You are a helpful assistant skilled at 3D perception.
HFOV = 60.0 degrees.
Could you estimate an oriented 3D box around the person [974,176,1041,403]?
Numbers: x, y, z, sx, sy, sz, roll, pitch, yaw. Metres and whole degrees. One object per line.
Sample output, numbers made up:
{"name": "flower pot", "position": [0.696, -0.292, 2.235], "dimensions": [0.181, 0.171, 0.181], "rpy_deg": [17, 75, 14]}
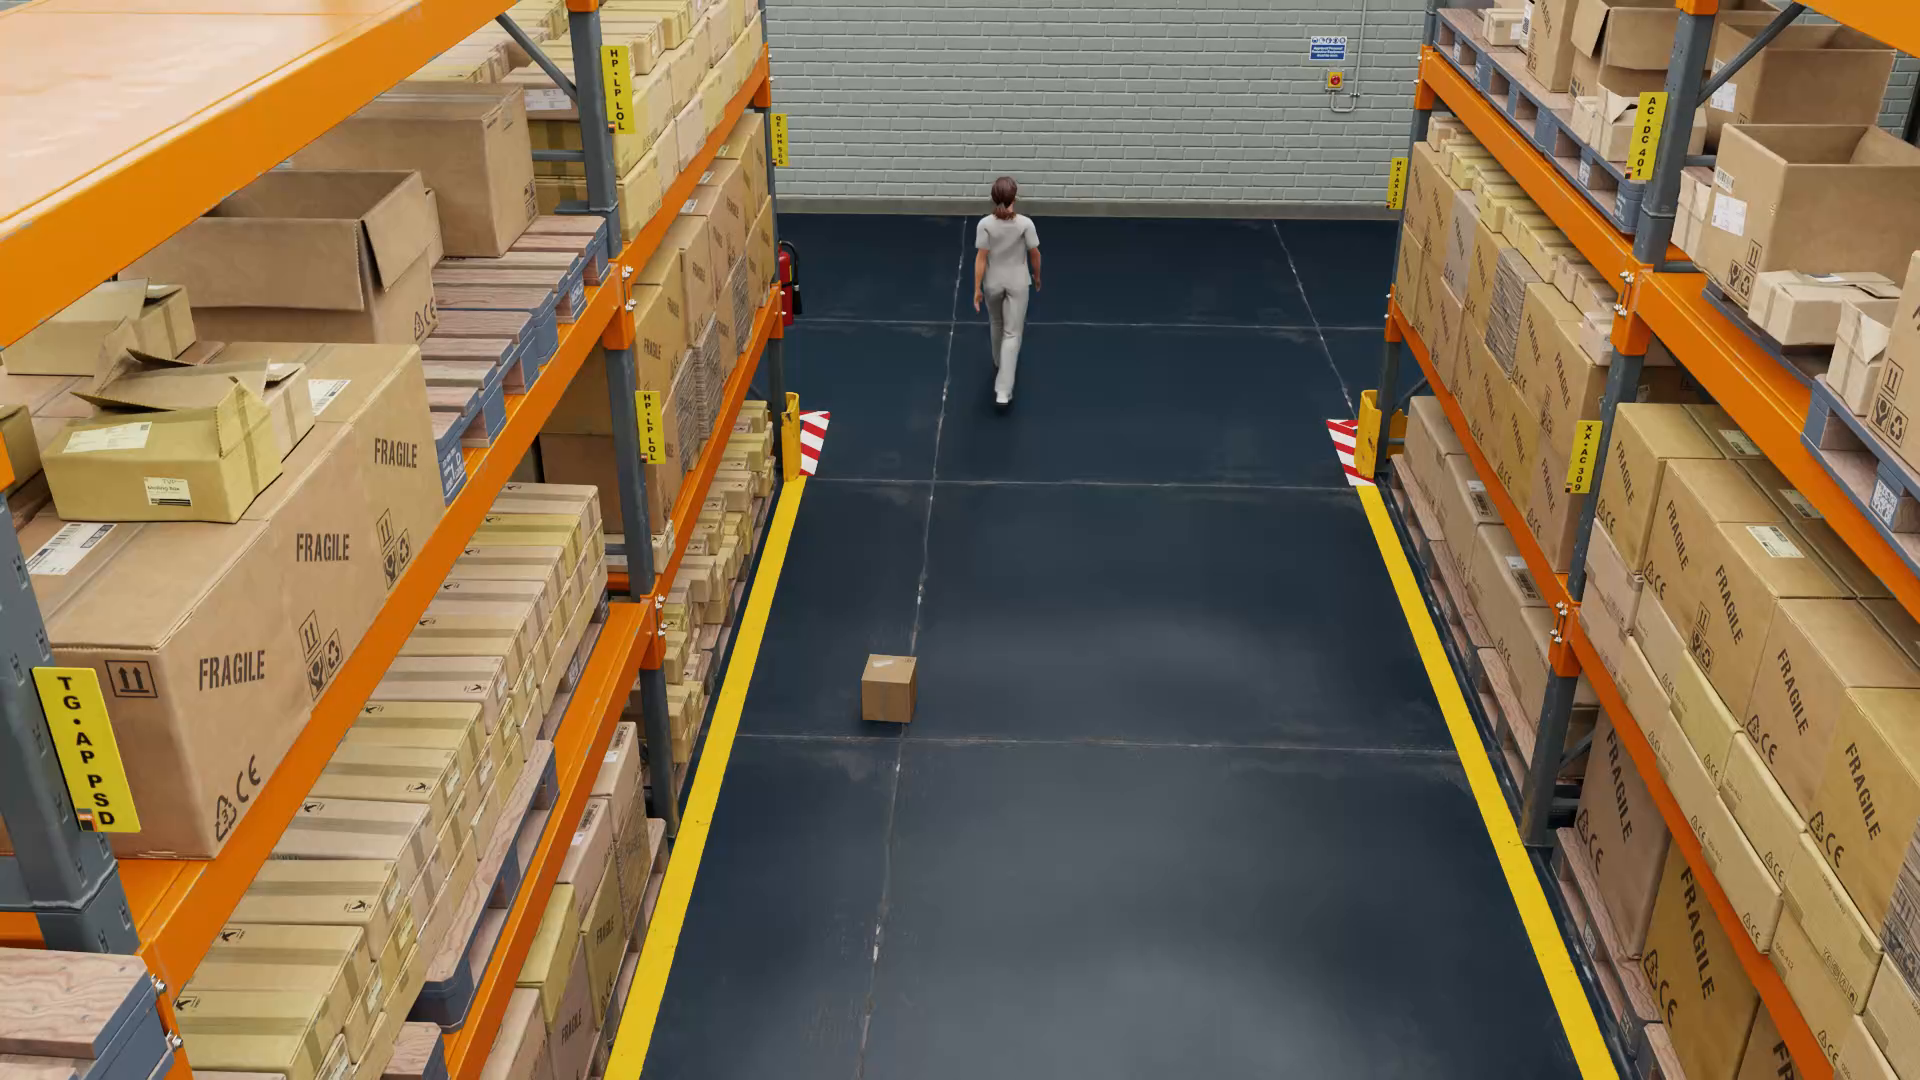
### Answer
{"name": "person", "position": [0.354, -1.849, 12.144], "dimensions": [0.460, 1.572, 1.022], "rpy_deg": [4, 28, 8]}
